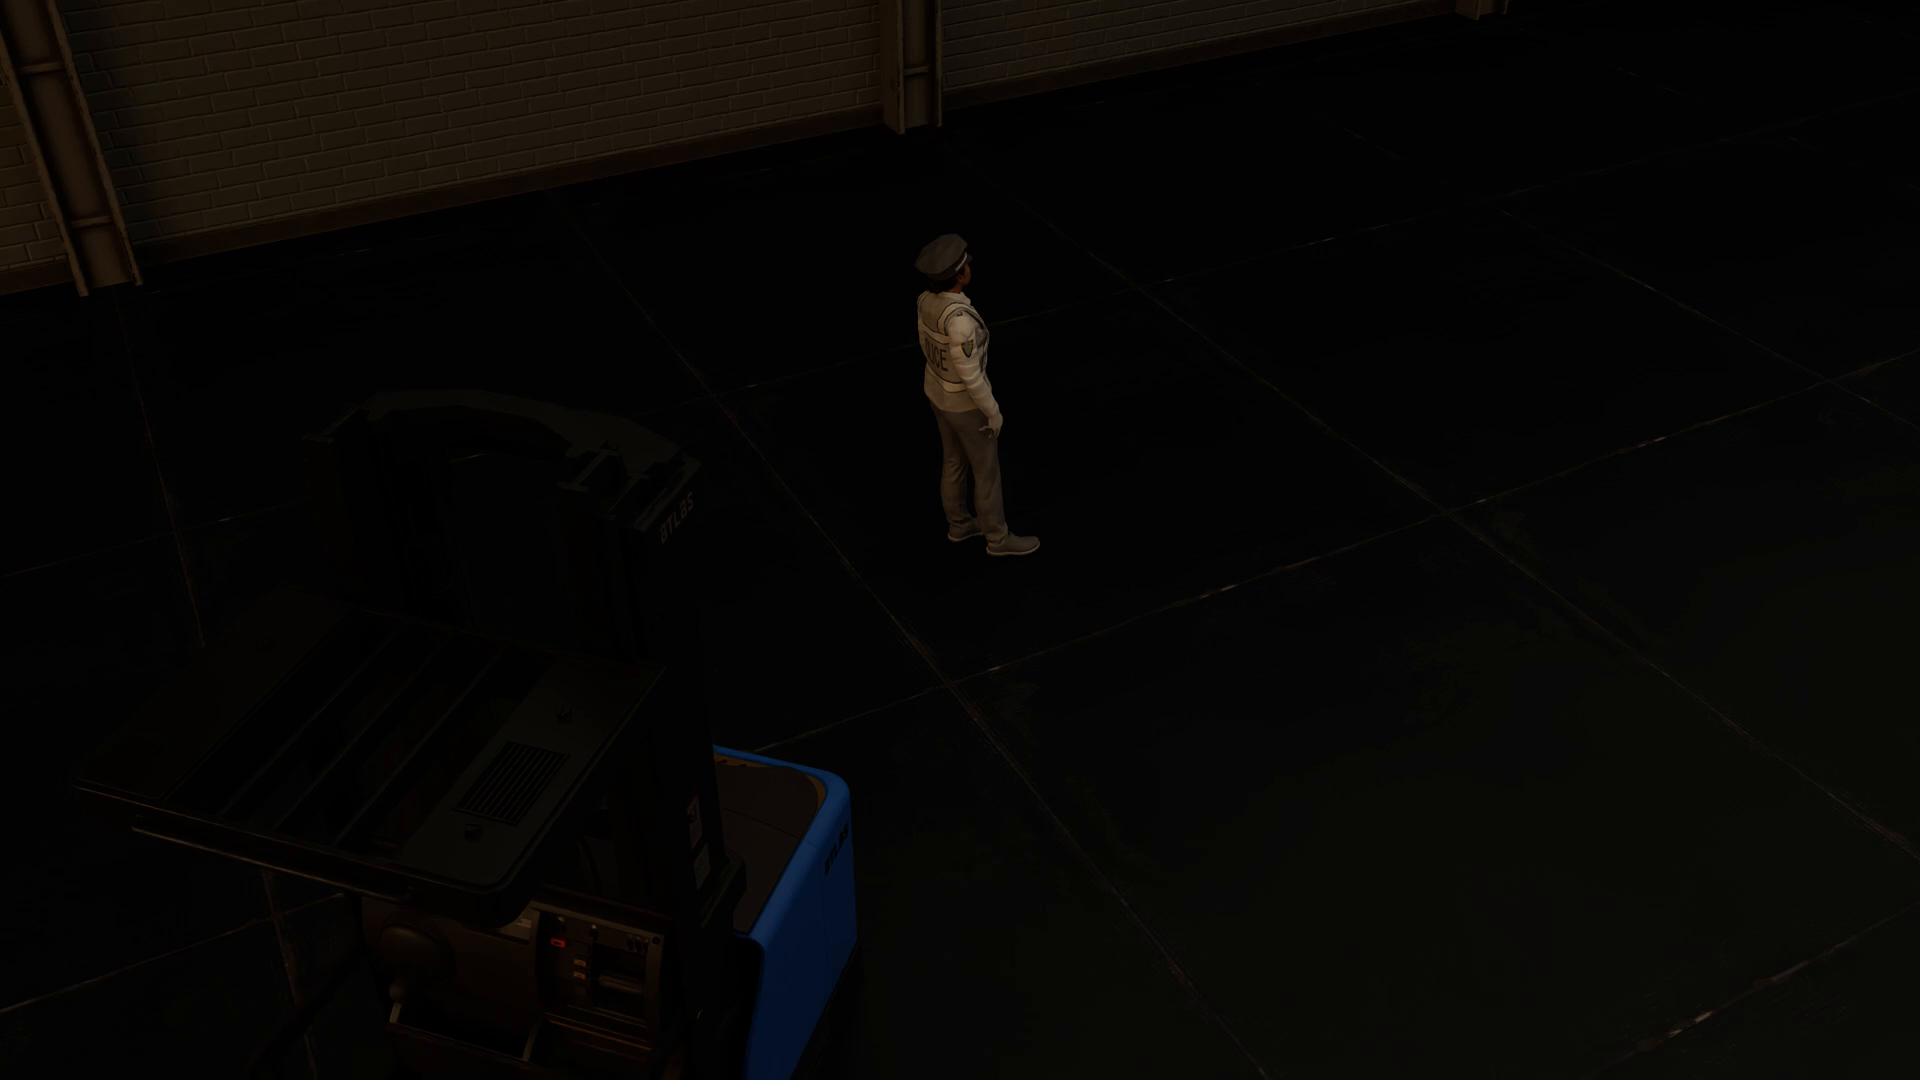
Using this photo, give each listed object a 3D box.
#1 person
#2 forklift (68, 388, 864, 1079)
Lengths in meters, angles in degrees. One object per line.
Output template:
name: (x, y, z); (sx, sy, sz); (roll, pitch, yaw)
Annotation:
person: (0.063, -0.713, 8.190); (0.531, 1.695, 0.588); (-17, 39, -23)
forklift: (-1.300, 1.205, 4.419); (1.130, 2.935, 3.031); (11, 37, 15)
